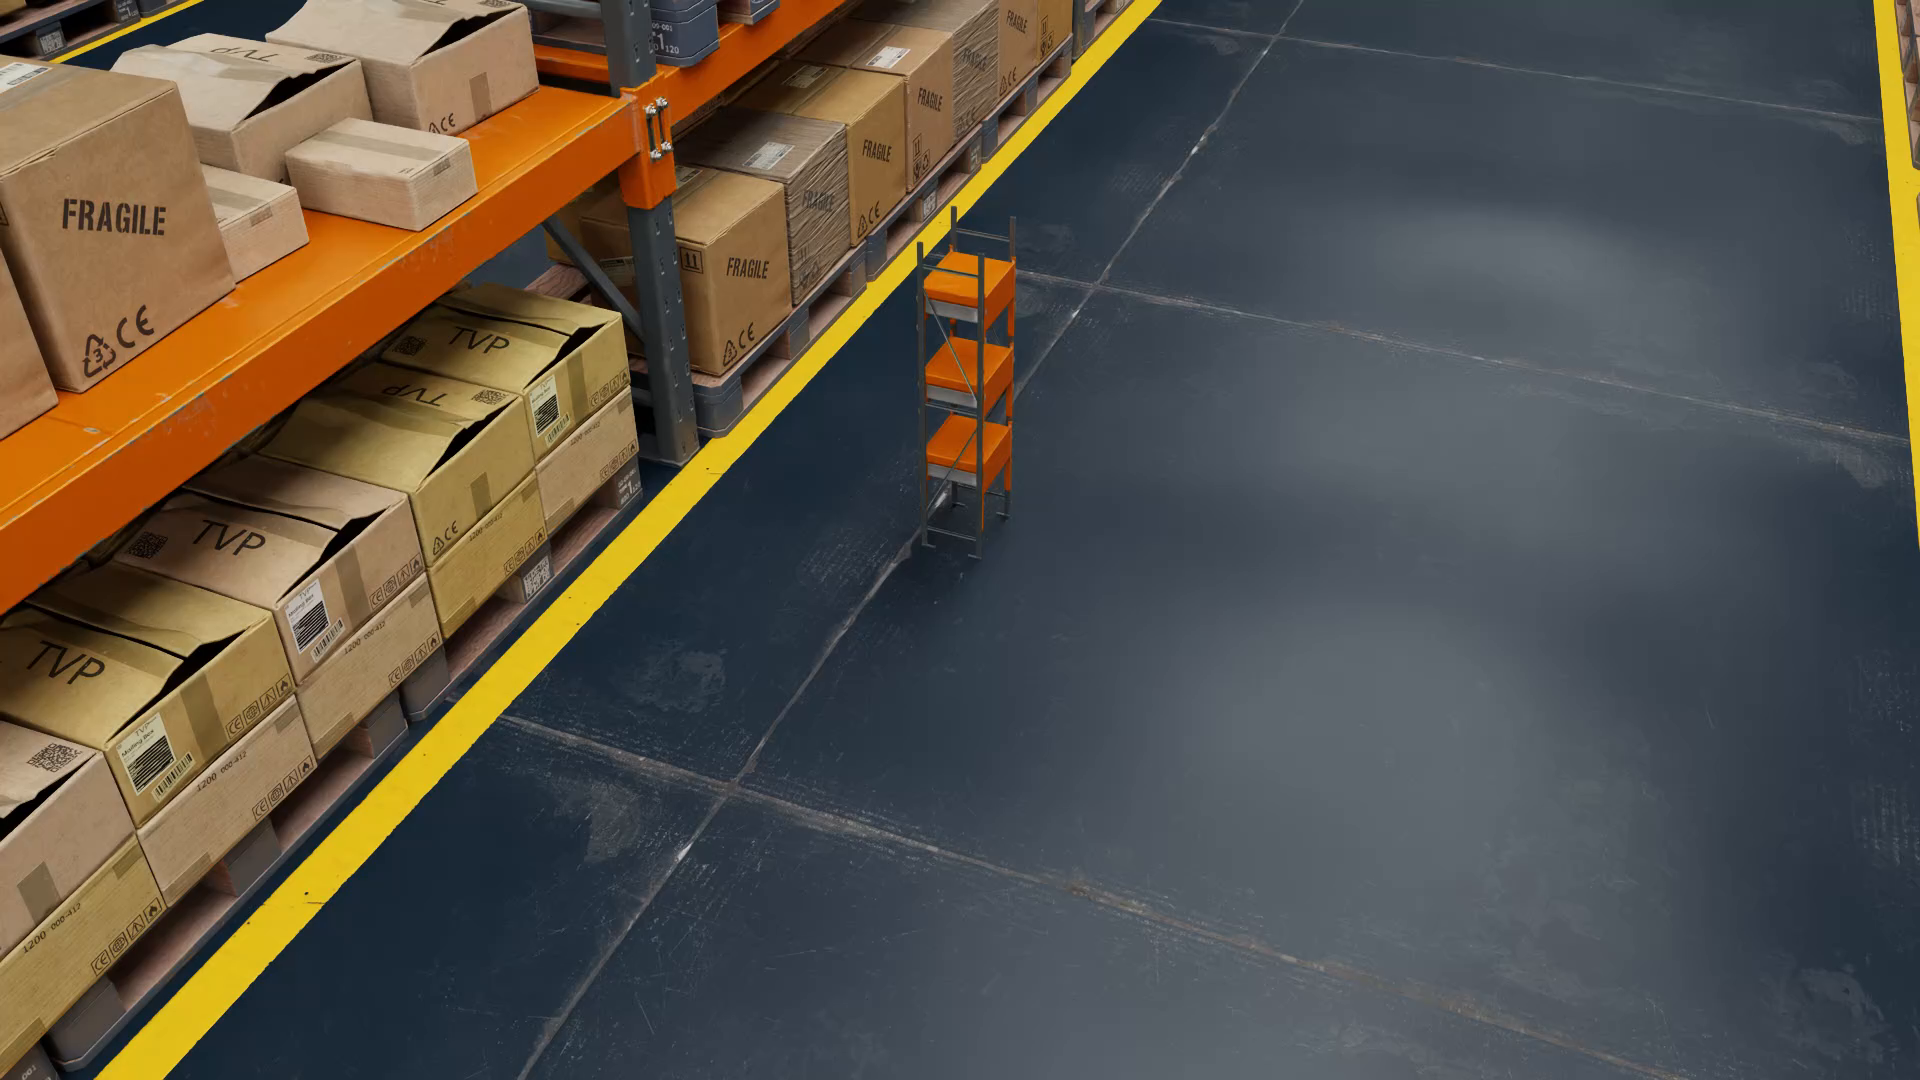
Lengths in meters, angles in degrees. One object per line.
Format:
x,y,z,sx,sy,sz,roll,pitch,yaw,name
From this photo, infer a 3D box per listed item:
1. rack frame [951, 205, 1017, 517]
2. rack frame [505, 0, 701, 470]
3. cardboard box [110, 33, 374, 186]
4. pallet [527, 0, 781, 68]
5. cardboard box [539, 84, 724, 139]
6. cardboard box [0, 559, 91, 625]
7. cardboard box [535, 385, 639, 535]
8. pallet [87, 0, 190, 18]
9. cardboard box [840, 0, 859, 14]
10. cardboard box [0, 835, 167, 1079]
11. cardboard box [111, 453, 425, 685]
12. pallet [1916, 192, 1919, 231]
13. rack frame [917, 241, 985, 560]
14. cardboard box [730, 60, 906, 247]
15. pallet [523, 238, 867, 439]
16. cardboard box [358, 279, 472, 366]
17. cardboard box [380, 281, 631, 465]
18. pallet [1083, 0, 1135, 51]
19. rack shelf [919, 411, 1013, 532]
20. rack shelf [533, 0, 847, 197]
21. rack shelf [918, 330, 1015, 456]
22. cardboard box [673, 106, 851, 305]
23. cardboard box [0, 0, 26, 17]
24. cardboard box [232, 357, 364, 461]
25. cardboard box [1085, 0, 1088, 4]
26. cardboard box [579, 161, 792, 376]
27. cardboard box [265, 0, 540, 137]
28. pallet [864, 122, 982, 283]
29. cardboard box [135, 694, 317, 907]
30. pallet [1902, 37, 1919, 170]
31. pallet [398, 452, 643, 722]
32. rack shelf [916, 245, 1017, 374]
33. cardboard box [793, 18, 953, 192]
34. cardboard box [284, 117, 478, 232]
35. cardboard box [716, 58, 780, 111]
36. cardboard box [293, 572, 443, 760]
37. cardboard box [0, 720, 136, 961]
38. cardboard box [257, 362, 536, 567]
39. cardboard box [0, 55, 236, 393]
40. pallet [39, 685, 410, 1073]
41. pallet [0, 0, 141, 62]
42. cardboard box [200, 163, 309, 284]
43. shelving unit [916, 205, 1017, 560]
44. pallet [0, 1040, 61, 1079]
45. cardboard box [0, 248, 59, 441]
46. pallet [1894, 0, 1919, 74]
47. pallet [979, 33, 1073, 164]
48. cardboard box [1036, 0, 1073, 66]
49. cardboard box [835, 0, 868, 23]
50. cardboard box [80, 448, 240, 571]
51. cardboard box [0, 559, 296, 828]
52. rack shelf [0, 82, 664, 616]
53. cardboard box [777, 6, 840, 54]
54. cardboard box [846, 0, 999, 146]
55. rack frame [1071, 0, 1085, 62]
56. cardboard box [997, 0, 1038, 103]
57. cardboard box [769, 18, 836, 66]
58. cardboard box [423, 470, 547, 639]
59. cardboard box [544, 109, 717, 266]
0.067,-0.518,5.066,0.200,1.050,0.008,14,39,18,rack frame
-1.369,-1.586,4.866,1.000,3.000,0.127,14,39,18,rack frame
-1.888,-1.099,4.289,0.500,0.311,0.500,13,39,17,cardboard box
-1.176,-1.900,5.447,1.213,0.211,1.003,14,39,18,pallet
-1.212,-1.664,6.065,0.500,0.250,0.500,15,39,19,cardboard box
-2.423,0.205,3.947,0.500,0.311,0.500,13,39,17,cardboard box
-1.343,-0.306,5.099,0.500,0.250,0.500,15,39,19,cardboard box
-4.653,-3.365,9.576,1.003,0.211,1.213,14,39,18,pallet
-0.637,-2.510,7.196,0.500,0.250,0.500,14,39,18,cardboard box
-2.118,0.825,3.586,0.500,0.250,0.500,13,39,16,cardboard box
-1.727,0.037,4.172,0.500,0.311,0.500,14,39,17,cardboard box
4.401,-1.135,6.592,1.003,0.211,1.213,14,39,18,pallet
-0.026,-0.383,4.885,0.200,1.050,0.008,14,39,18,rack frame
-0.542,-1.515,6.492,0.500,0.500,0.500,13,39,17,cardboard box
-1.050,-0.873,6.242,1.003,0.211,1.213,14,39,18,pallet
-1.839,-0.654,5.097,0.500,0.311,0.500,15,39,19,cardboard box
-1.340,-0.531,4.932,0.500,0.311,0.500,15,39,19,cardboard box
0.416,-3.063,9.172,1.003,0.211,1.213,14,39,18,pallet
0.020,-0.219,5.148,0.215,0.259,0.240,14,39,18,rack shelf
-0.608,-2.405,6.563,1.077,0.370,4.000,14,39,18,rack shelf
0.020,-0.442,4.982,0.215,0.259,0.240,14,39,18,rack shelf
-0.737,-1.239,6.122,0.500,0.500,0.500,12,39,16,cardboard box
-5.211,-2.880,8.042,0.750,0.750,0.750,14,39,18,cardboard box
-2.032,-0.361,4.705,0.500,0.311,0.500,13,39,17,cardboard box
0.513,-3.083,8.747,0.500,0.311,0.500,14,39,18,cardboard box
-0.931,-0.947,5.733,0.500,0.500,0.500,15,39,20,cardboard box
-1.547,-1.358,4.636,0.500,0.311,0.500,16,40,21,cardboard box
-0.584,-1.546,7.143,1.003,0.211,1.213,14,39,18,pallet
-1.923,0.544,3.963,0.500,0.250,0.500,15,39,19,cardboard box
4.977,-1.969,7.708,1.003,0.211,1.213,14,39,18,pallet
-1.718,-0.022,5.103,1.003,0.211,1.213,14,39,18,pallet
0.020,-0.669,4.812,0.215,0.259,0.240,14,39,18,rack shelf
-0.348,-1.805,6.880,0.500,0.500,0.500,13,39,16,cardboard box
-1.455,-0.924,4.191,0.380,0.149,0.250,14,39,18,cardboard box
-1.033,-1.618,6.630,0.500,0.500,0.500,12,39,16,cardboard box
-1.730,0.258,4.345,0.500,0.250,0.500,15,39,19,cardboard box
-2.112,0.603,3.416,0.500,0.311,0.500,13,39,16,cardboard box
-1.532,-0.242,4.545,0.500,0.311,0.500,13,39,17,cardboard box
-1.992,-0.693,3.588,0.500,0.500,0.500,12,38,15,cardboard box
-2.184,0.651,4.202,1.003,0.211,1.213,14,39,18,pallet
-5.116,-2.687,8.669,1.003,0.211,1.213,14,39,18,pallet
-1.802,-0.766,3.979,0.380,0.149,0.250,17,40,21,cardboard box
0.020,-0.450,4.975,0.215,1.050,0.252,14,39,18,shelving unit
-2.646,1.329,3.295,1.003,0.211,1.213,14,39,18,pallet
-2.192,-0.401,3.198,0.500,0.500,0.500,14,39,18,cardboard box
5.439,-2.647,8.615,1.003,0.211,1.213,14,39,18,pallet
-0.121,-2.224,8.050,1.003,0.211,1.213,14,39,18,pallet
0.231,-2.637,7.993,0.500,0.500,0.500,14,39,17,cardboard box
-0.646,-2.190,7.395,0.500,0.500,0.500,14,39,18,cardboard box
-2.228,-0.079,4.328,0.500,0.311,0.500,13,39,17,cardboard box
-1.919,0.314,3.802,0.500,0.311,0.500,15,39,19,cardboard box
-2.130,-0.190,3.600,1.077,0.370,4.000,14,39,18,rack shelf
-0.827,-2.232,6.824,0.500,0.250,0.500,13,39,17,cardboard box
-0.156,-2.087,7.258,0.500,0.500,0.500,14,39,18,cardboard box
0.153,-3.800,7.829,1.000,3.000,0.127,14,39,18,rack frame
0.035,-2.365,7.629,0.500,0.500,0.500,14,39,18,cardboard box
-0.839,-1.910,7.021,0.500,0.500,0.500,12,39,16,cardboard box
-1.536,-0.019,4.716,0.500,0.250,0.500,13,39,17,cardboard box
-1.230,-1.332,6.247,0.500,0.500,0.500,15,39,20,cardboard box
